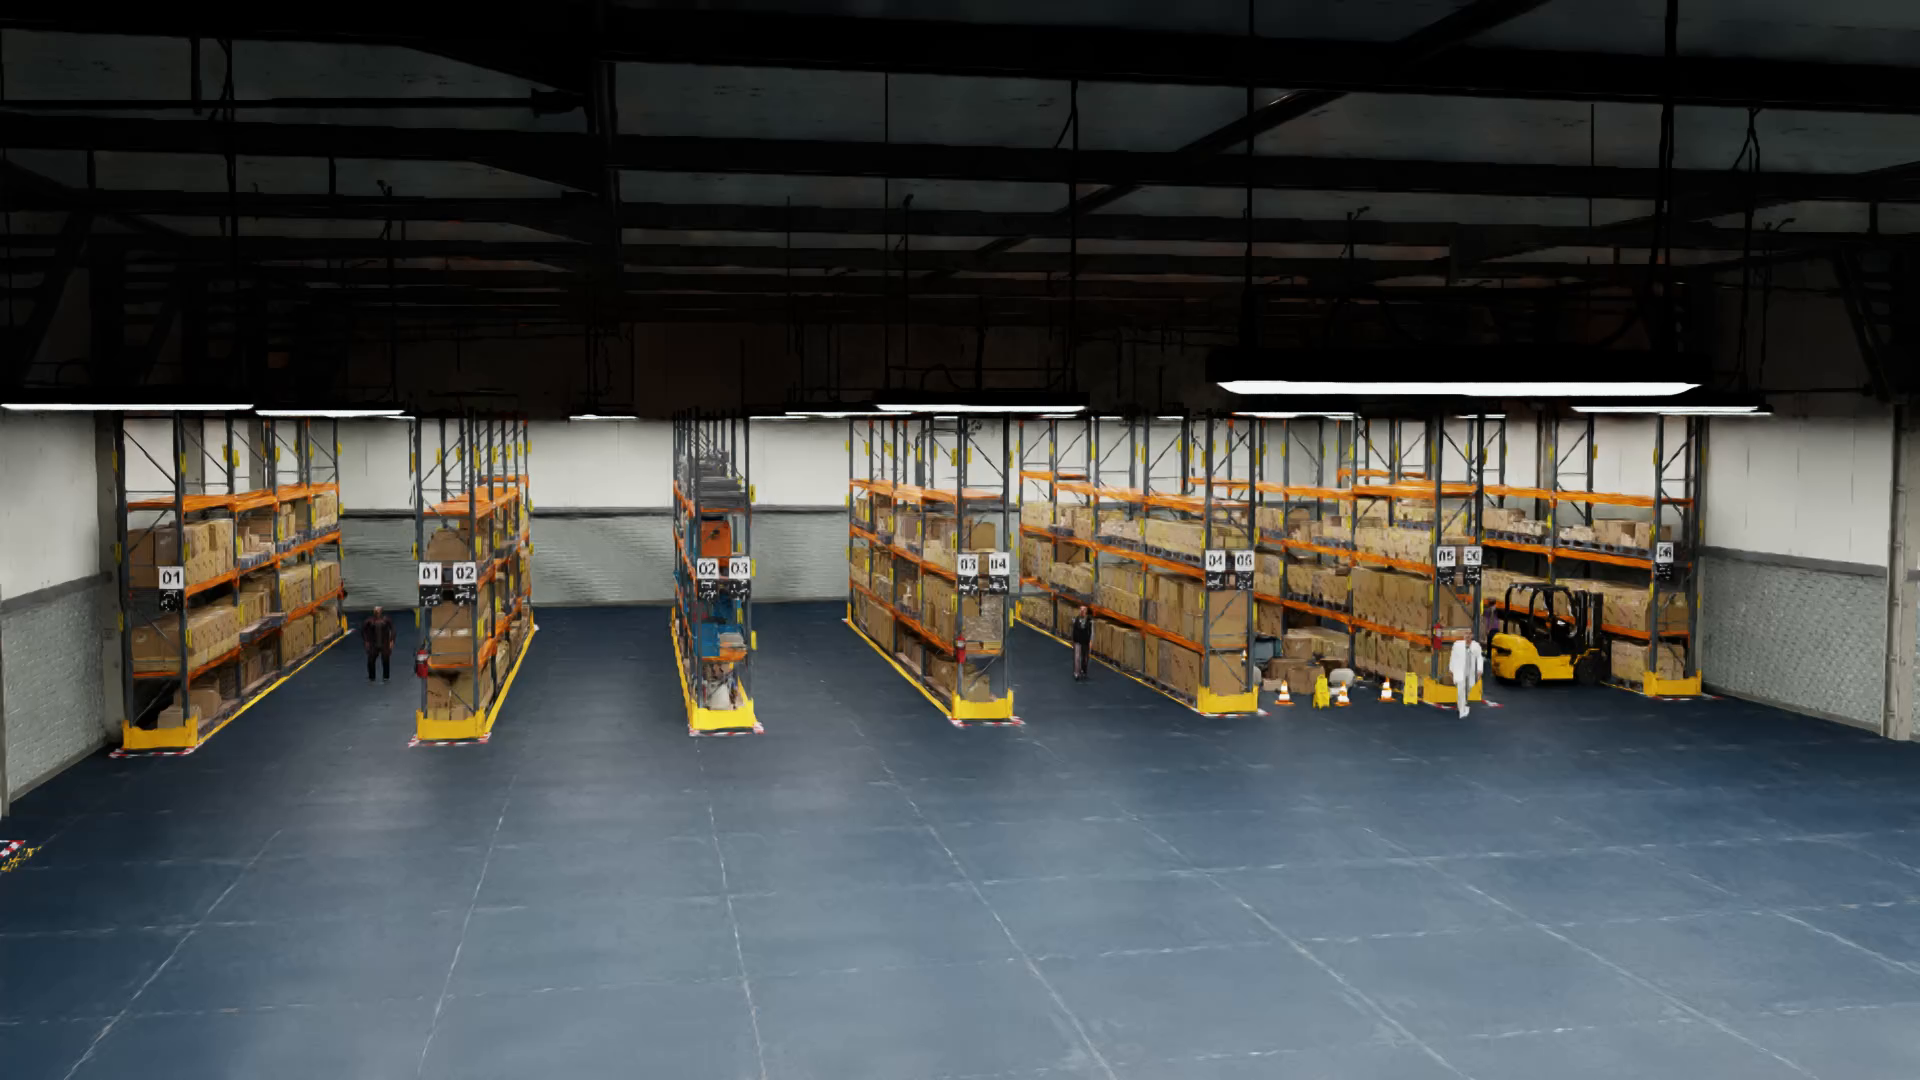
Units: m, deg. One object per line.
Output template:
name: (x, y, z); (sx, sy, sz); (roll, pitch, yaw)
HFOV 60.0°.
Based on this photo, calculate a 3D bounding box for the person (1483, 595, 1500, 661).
person: (12.617, 2.105, 39.506); (0.532, 1.588, 0.536); (1, 4, 15)

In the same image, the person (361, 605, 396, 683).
person: (-12.702, 2.285, 36.355); (0.729, 1.718, 0.544); (-1, 4, -13)

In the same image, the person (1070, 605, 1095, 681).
person: (2.721, 2.266, 36.816); (0.538, 1.664, 1.032); (0, 4, -2)

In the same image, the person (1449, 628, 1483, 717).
person: (9.837, 2.553, 32.270); (0.575, 1.714, 1.104); (0, 4, -2)
